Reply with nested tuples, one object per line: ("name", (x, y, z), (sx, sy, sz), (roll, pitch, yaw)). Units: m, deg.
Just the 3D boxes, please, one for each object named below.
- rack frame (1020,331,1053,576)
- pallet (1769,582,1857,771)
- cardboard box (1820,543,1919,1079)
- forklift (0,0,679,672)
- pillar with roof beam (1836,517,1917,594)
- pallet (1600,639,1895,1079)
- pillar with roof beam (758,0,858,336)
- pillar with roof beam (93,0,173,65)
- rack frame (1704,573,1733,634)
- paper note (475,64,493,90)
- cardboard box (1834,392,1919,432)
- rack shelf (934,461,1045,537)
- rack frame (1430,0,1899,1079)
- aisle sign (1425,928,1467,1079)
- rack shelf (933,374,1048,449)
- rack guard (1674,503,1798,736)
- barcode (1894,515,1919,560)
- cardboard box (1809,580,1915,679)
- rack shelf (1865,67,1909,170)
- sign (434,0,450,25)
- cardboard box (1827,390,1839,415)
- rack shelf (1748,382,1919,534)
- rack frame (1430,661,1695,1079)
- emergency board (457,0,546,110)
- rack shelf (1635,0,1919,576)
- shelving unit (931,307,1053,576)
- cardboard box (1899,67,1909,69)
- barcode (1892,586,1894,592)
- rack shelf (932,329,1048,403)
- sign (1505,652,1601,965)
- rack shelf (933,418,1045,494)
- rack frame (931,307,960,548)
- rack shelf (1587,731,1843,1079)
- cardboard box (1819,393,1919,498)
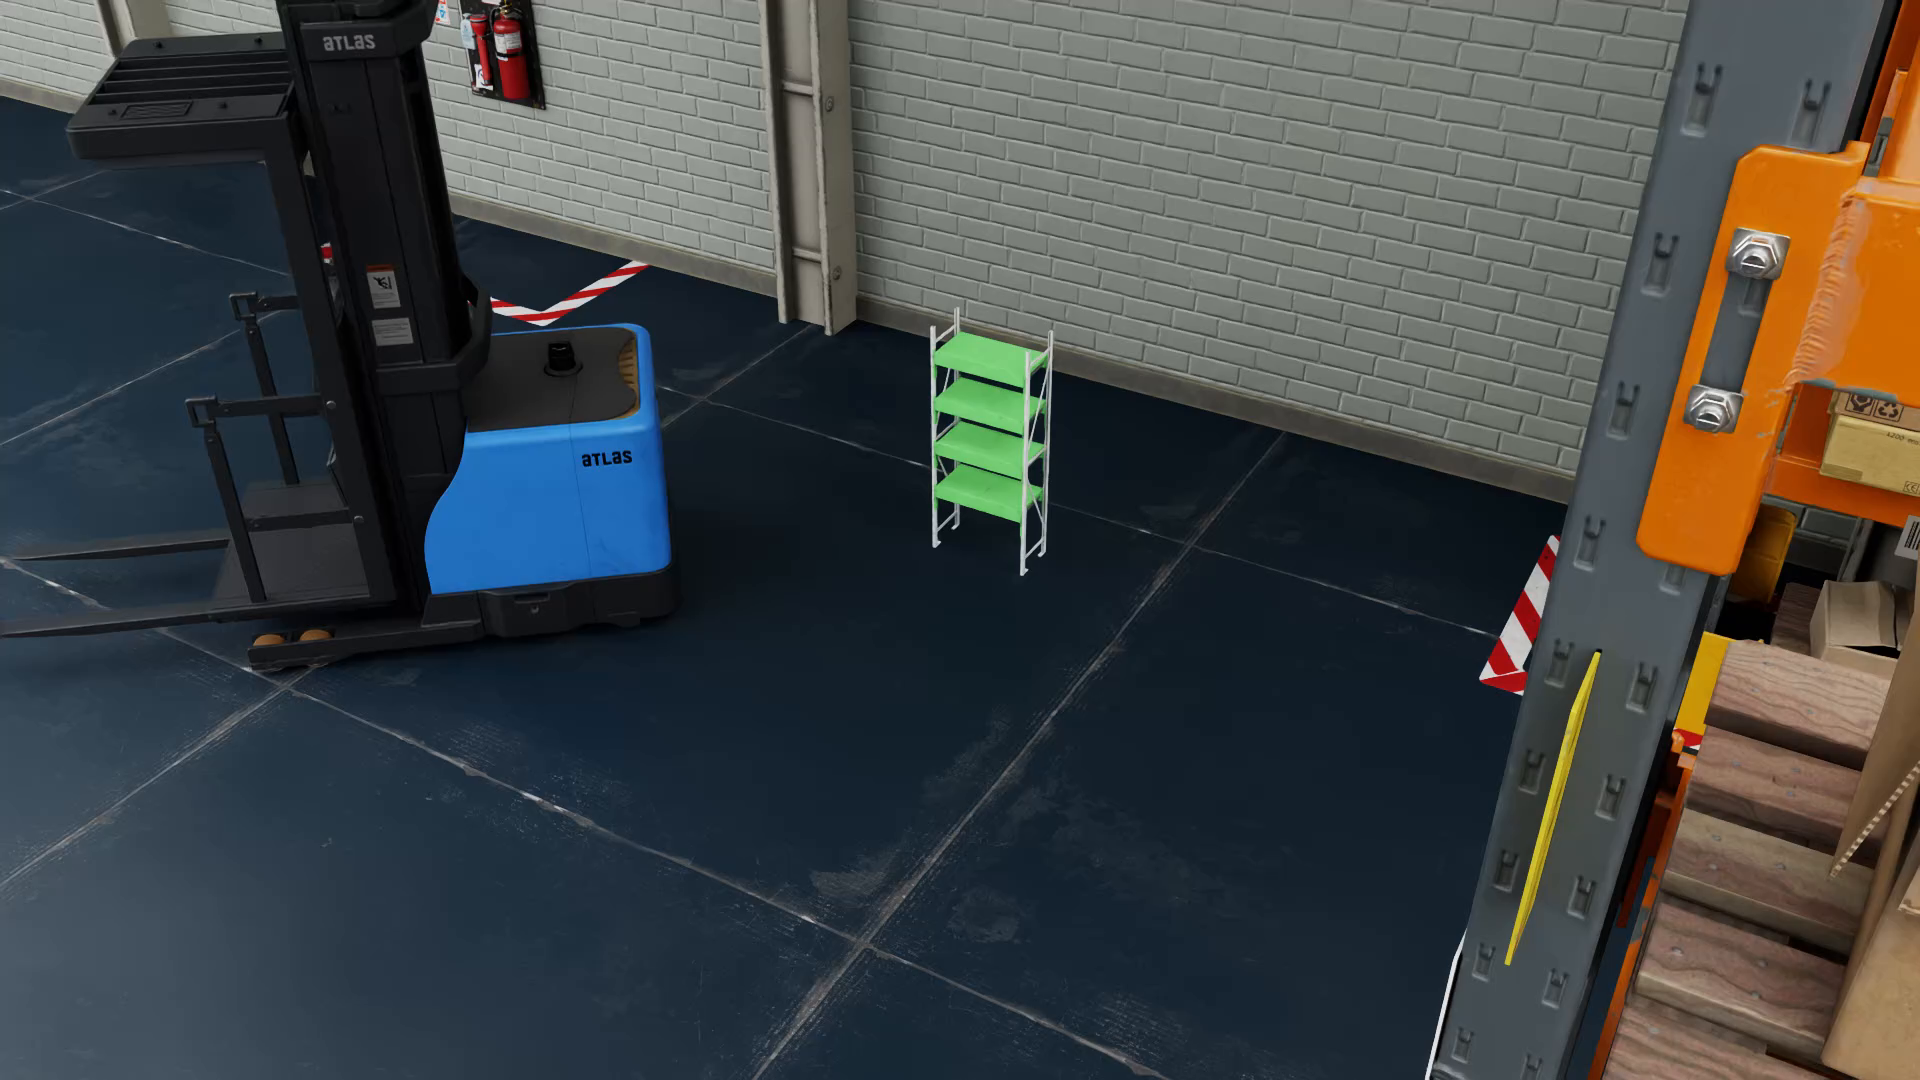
("rack frame", (0.356, -0.387, 7.748), (0.015, 1.200, 0.240), (18, 37, 24))
("pallet", (4.052, 0.678, 7.041), (1.213, 0.211, 1.003), (18, 37, 24))
("cardboard box", (1.341, 0.277, 1.824), (0.637, 0.503, 0.797), (20, 39, 28))
("forklift", (-2.865, -0.953, 7.037), (3.031, 2.935, 1.130), (-6, 34, -9))
("pillar with roof beam", (2.200, -1.393, 2.223), (0.400, 9.000, 9.100), (18, 37, 24))
("pallet", (1.445, 0.636, 1.962), (1.213, 0.211, 1.003), (18, 37, 24))
("pillar with roof beam", (-3.010, -3.043, 4.701), (0.400, 9.000, 9.100), (18, 37, 24))
("pillar with roof beam", (-8.219, -4.693, 7.179), (0.400, 9.000, 9.100), (18, 37, 24))
("rack frame", (3.299, -0.744, 6.661), (0.127, 3.000, 1.000), (18, 37, 24))
("paper note", (-3.120, -3.031, 10.890), (0.142, 0.148, 0.016), (18, 37, 24))
("cardboard box", (3.564, -0.726, 6.074), (0.500, 0.500, 0.500), (18, 38, 24))
("rack shelf", (0.144, -0.201, 8.018), (0.480, 0.148, 0.258), (18, 37, 24))
("rack frame", (0.844, -0.856, 1.416), (0.127, 3.000, 1.000), (18, 37, 24))
("aisle sign", (0.635, 0.688, 2.164), (0.004, 0.787, 0.394), (18, 37, 24))
("rack shelf", (0.144, -0.600, 7.751), (0.480, 0.148, 0.258), (18, 37, 24))
("rack guard", (3.365, 0.318, 7.322), (0.348, 0.500, 1.175), (18, 37, 24))
("barcode", (1.345, 0.002, 2.311), (0.075, 0.075, 0.001), (18, 37, 24))
("cardboard box", (3.855, 0.426, 6.933), (0.500, 0.311, 0.500), (13, 36, 19))
("rack shelf", (5.035, -1.143, 5.203), (4.000, 0.370, 1.077), (18, 37, 24))
("sign", (-3.429, -3.532, 10.816), (0.234, 0.329, 0.001), (18, 37, 24))
("cardboard box", (3.801, -0.654, 6.644), (0.500, 0.250, 0.500), (18, 38, 25))
("rack shelf", (5.035, 0.106, 6.034), (4.000, 0.370, 1.077), (18, 37, 24))
("rack frame", (0.844, 1.641, 3.079), (0.127, 3.000, 1.000), (18, 37, 24))
("emergency board", (-3.000, -3.316, 10.523), (0.643, 1.169, 0.194), (18, 37, 24))
("rack shelf", (2.580, 0.160, 0.901), (4.000, 0.370, 1.077), (18, 37, 24))
("shelving unit", (0.144, -0.454, 7.849), (0.503, 1.200, 0.258), (18, 37, 24))
("cardboard box", (3.465, -1.830, 5.477), (0.500, 0.500, 0.500), (19, 38, 26))
("barcode", (4.069, 0.235, 7.212), (0.075, 0.075, 0.001), (18, 37, 24))
("rack shelf", (0.144, -0.800, 7.618), (0.480, 0.148, 0.258), (18, 37, 24))
("sign", (0.563, 0.261, 1.585), (0.005, 0.325, 0.100), (18, 37, 24))
("rack shelf", (0.144, -0.401, 7.885), (0.480, 0.148, 0.258), (18, 37, 24))
("rack frame", (-0.068, -0.521, 7.950), (0.015, 1.200, 0.240), (18, 37, 24))
("rack shelf", (2.580, 1.242, 1.621), (4.000, 0.370, 1.077), (18, 37, 24))
("cardboard box", (3.565, -0.403, 6.266), (0.500, 0.250, 0.500), (16, 37, 23))
